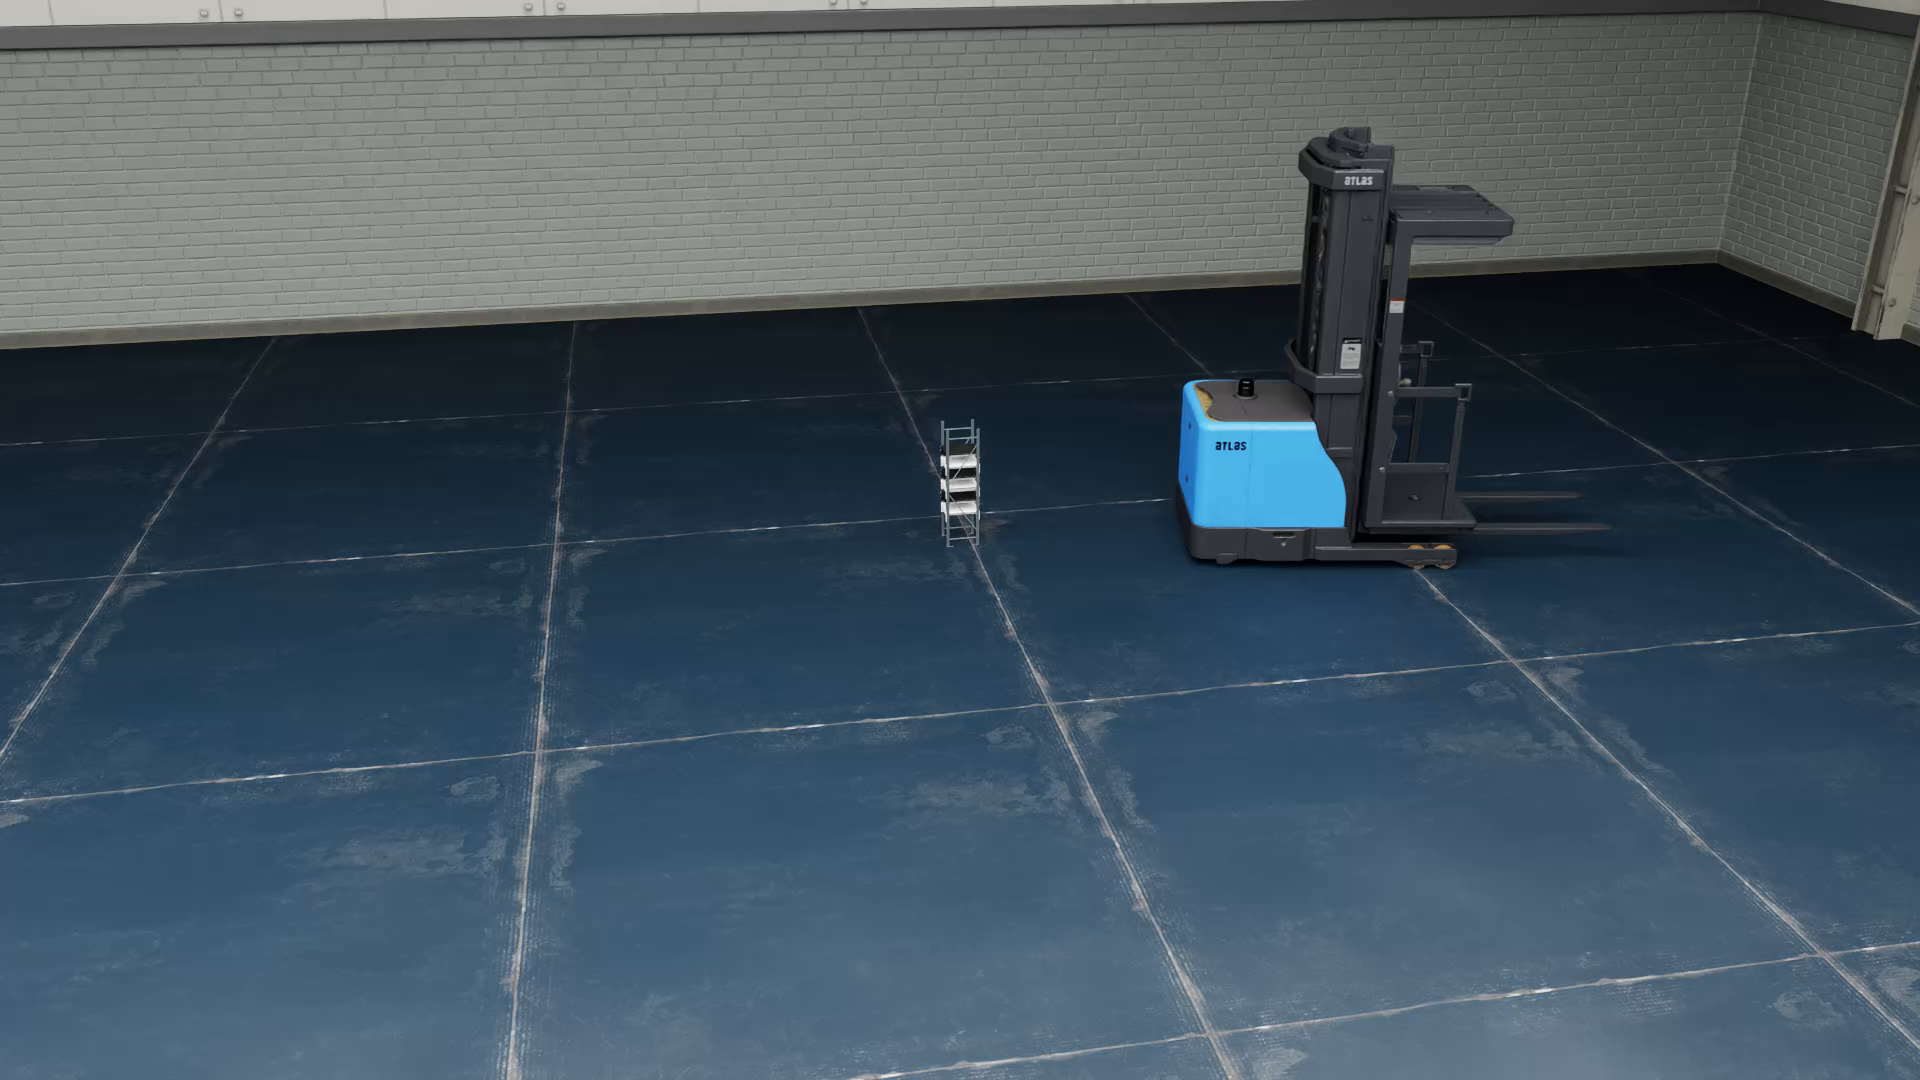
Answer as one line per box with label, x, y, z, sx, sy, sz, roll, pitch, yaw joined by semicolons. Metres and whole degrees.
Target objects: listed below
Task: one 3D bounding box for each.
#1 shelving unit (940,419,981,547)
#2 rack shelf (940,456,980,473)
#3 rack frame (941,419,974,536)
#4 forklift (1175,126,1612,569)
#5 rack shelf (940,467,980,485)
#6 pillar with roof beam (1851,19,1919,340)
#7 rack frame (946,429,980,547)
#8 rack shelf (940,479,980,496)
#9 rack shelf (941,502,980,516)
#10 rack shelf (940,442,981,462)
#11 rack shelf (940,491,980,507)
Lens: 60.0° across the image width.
shelving unit;0.001;-0.409;12.063;0.258;0.900;0.210;-4;24;-10
rack shelf;0.001;-0.544;12.004;0.258;0.077;0.200;-4;24;-10
rack frame;-0.017;-0.449;12.154;0.240;0.900;0.006;-4;24;-10
forklift;3.147;-1.353;11.686;3.031;2.935;1.130;0;24;0
rack shelf;0.001;-0.461;12.040;0.258;0.077;0.200;-4;24;-10
pillar with roof beam;5.206;-5.932;14.588;9.100;9.000;0.400;-4;24;-10
rack frame;0.020;-0.369;11.971;0.240;0.900;0.006;-4;24;-10
rack shelf;0.001;-0.379;12.076;0.258;0.077;0.200;-4;24;-10
rack shelf;0.001;-0.214;12.148;0.258;0.077;0.200;-4;24;-10
rack shelf;0.001;-0.626;11.968;0.258;0.077;0.200;-4;24;-10
rack shelf;0.001;-0.296;12.112;0.258;0.077;0.200;-4;24;-10
